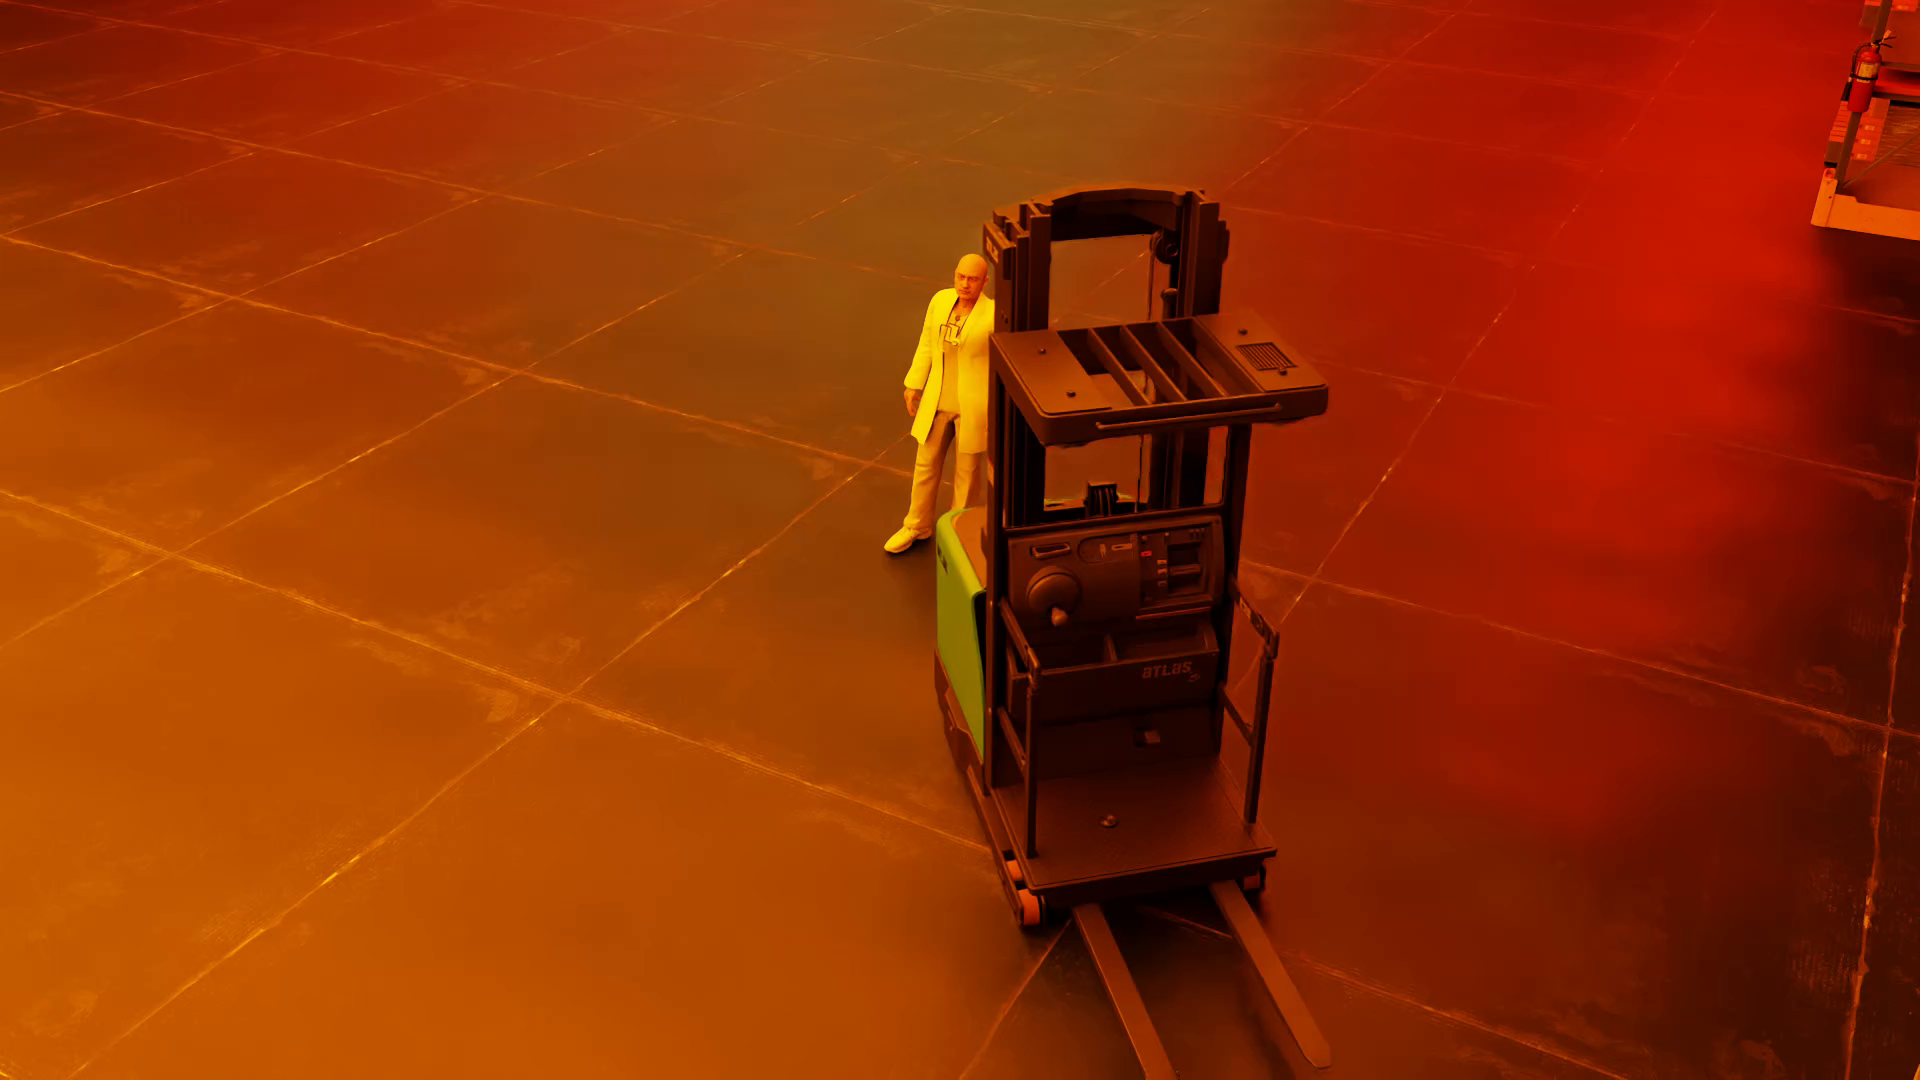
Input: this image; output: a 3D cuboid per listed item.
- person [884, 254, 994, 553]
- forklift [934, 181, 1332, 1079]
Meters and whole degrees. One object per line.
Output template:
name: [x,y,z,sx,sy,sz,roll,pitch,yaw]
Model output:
person: [-0.048,-0.737,9.487,0.698,1.777,0.578,15,33,25]
forklift: [0.708,0.179,6.760,1.130,2.935,3.031,-7,31,-12]
